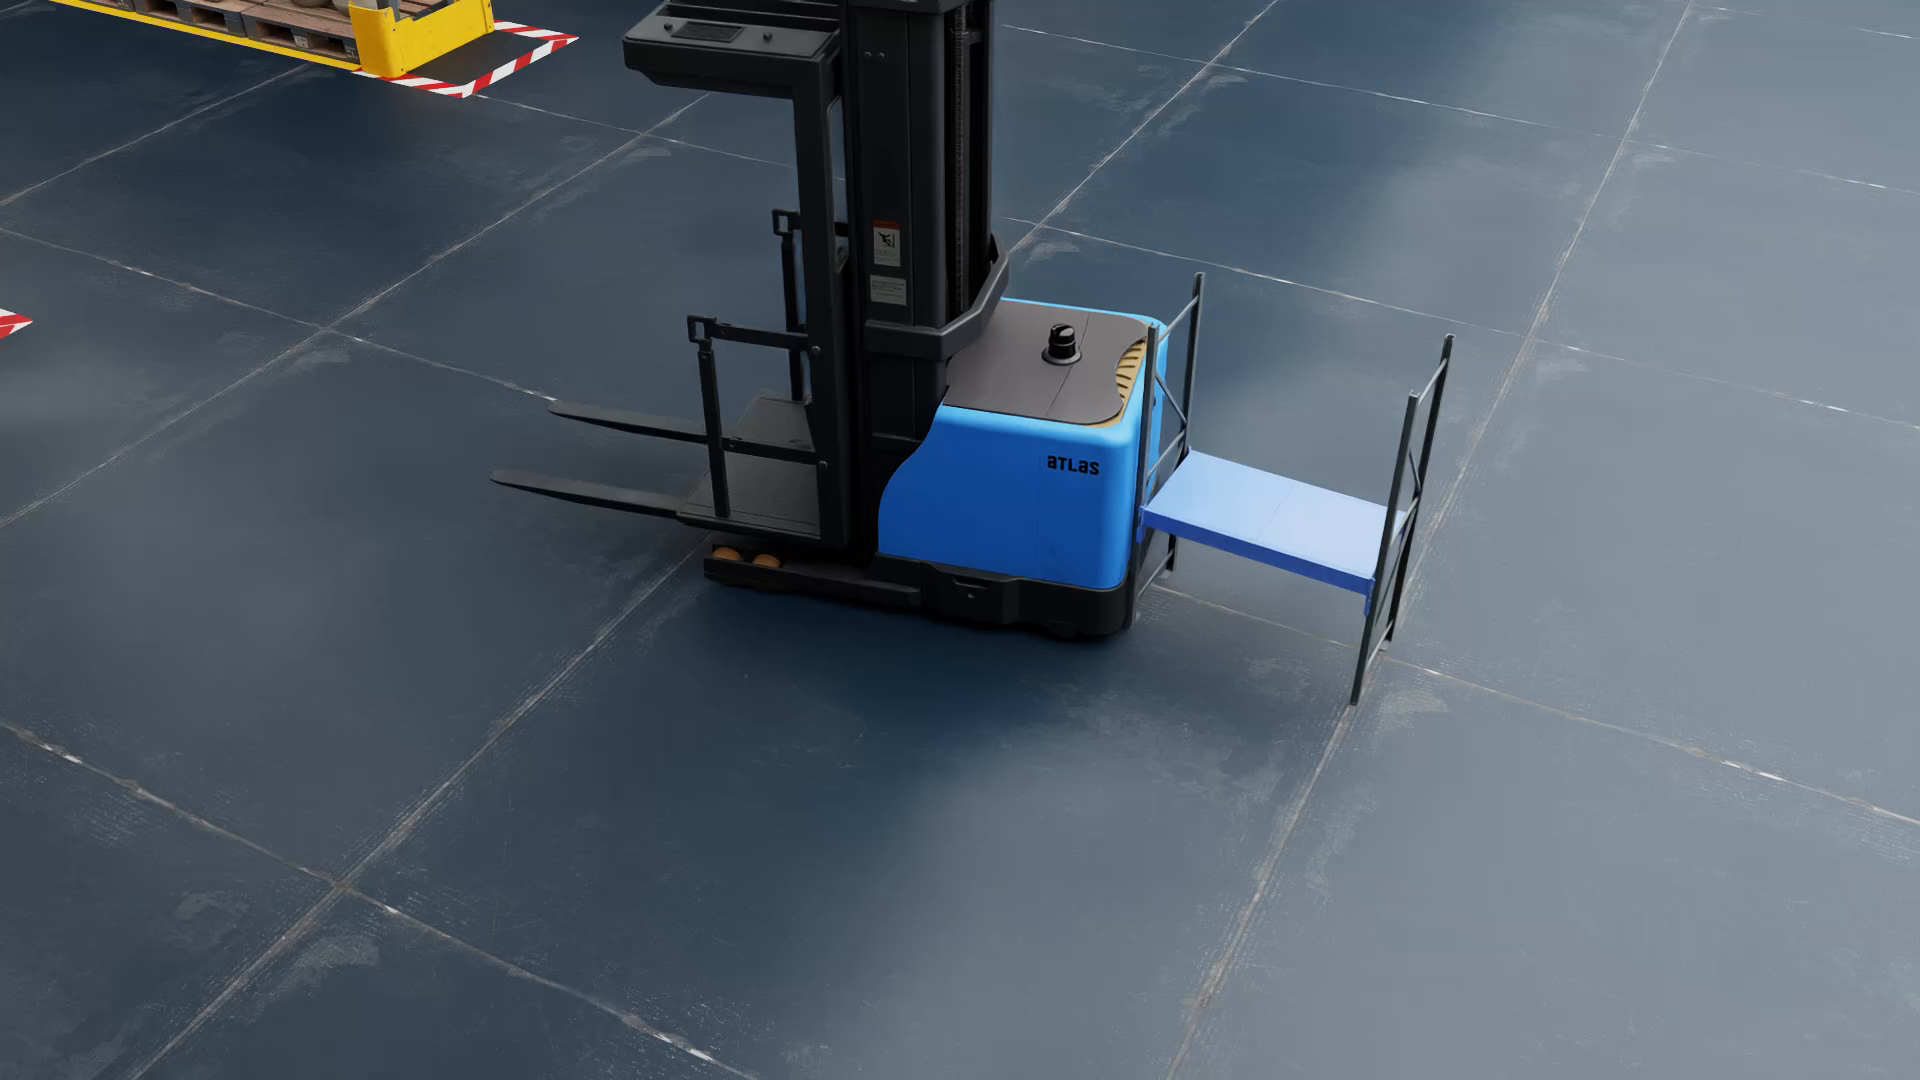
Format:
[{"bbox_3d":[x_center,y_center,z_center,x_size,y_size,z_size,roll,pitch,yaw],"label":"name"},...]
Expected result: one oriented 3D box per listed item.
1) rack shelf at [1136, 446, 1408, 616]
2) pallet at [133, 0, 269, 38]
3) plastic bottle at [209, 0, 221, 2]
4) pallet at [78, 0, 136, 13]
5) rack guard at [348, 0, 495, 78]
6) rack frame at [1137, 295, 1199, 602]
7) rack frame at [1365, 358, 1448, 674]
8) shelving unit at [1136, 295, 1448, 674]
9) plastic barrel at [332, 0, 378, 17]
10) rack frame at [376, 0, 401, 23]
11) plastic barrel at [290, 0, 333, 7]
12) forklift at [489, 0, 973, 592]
[{"bbox_3d":[1.297,-0.055,6.879,1.000,0.185,0.538,19,41,23],"label":"rack shelf"},{"bbox_3d":[-5.836,-4.396,13.366,1.213,0.211,1.003,17,41,21],"label":"pallet"},{"bbox_3d":[-5.781,-4.278,12.855,0.097,0.201,0.097,0,37,0],"label":"plastic bottle"},{"bbox_3d":[-6.923,-4.734,13.812,1.213,0.211,1.003,17,41,21],"label":"pallet"},{"bbox_3d":[-4.038,-3.942,12.530,0.348,0.500,1.175,17,41,21],"label":"rack guard"},{"bbox_3d":[0.853,-0.347,6.967,0.013,1.308,0.475,19,41,23],"label":"rack frame"},{"bbox_3d":[1.742,-0.050,6.575,0.013,1.308,0.475,19,41,23],"label":"rack frame"},{"bbox_3d":[1.297,-0.198,6.770,1.030,1.308,0.538,19,41,23],"label":"shelving unit"},{"bbox_3d":[-4.568,-4.260,12.591,0.421,0.512,0.421,0,37,0],"label":"plastic barrel"},{"bbox_3d":[-3.949,-4.942,11.779,0.127,3.000,1.000,17,41,21],"label":"rack frame"},{"bbox_3d":[-5.013,-4.399,12.775,0.421,0.512,0.421,0,37,0],"label":"plastic barrel"},{"bbox_3d":[-0.653,-1.236,6.955,3.031,2.935,1.121,9,38,12],"label":"forklift"}]
